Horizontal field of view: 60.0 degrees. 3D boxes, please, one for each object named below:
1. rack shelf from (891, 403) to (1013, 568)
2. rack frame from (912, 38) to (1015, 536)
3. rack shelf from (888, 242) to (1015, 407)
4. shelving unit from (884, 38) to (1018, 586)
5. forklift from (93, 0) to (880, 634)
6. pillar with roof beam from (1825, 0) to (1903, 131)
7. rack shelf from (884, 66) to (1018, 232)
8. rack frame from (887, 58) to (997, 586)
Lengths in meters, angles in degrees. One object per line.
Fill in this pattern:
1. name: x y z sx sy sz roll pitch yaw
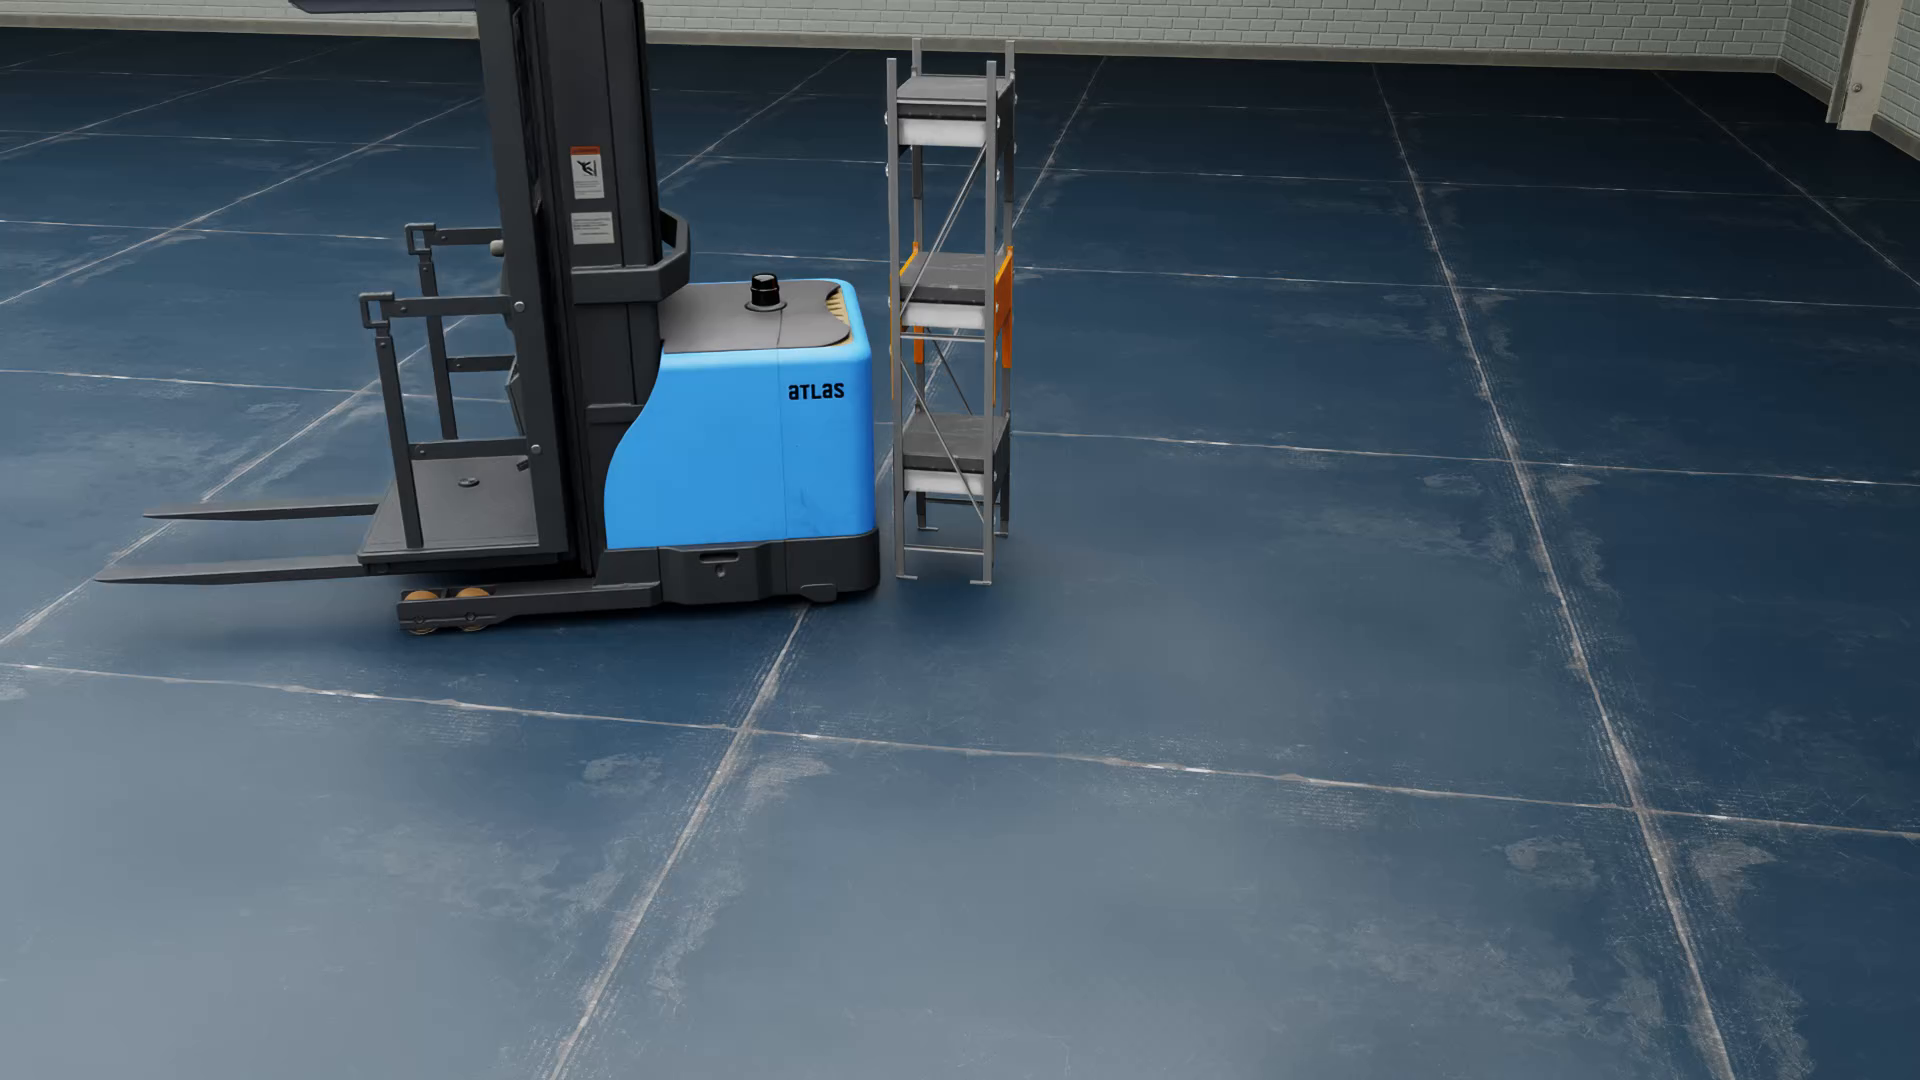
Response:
1. rack shelf: -0.027 -0.235 6.959 0.431 0.518 0.480 4 25 9
2. rack frame: 0.013 -0.984 6.875 0.400 2.100 0.015 4 25 9
3. rack shelf: -0.027 -0.869 6.663 0.431 0.518 0.480 4 25 9
4. shelving unit: -0.027 -0.882 6.657 0.431 2.100 0.503 4 25 9
5. forklift: -1.882 -1.199 6.354 3.031 2.935 1.130 -3 25 -7
6. pillar with roof beam: 4.035 -8.229 14.216 9.100 9.000 0.400 4 25 9
7. rack shelf: -0.027 -1.503 6.366 0.431 0.518 0.480 4 25 9
8. rack frame: -0.067 -0.780 6.439 0.400 2.100 0.015 4 25 9
